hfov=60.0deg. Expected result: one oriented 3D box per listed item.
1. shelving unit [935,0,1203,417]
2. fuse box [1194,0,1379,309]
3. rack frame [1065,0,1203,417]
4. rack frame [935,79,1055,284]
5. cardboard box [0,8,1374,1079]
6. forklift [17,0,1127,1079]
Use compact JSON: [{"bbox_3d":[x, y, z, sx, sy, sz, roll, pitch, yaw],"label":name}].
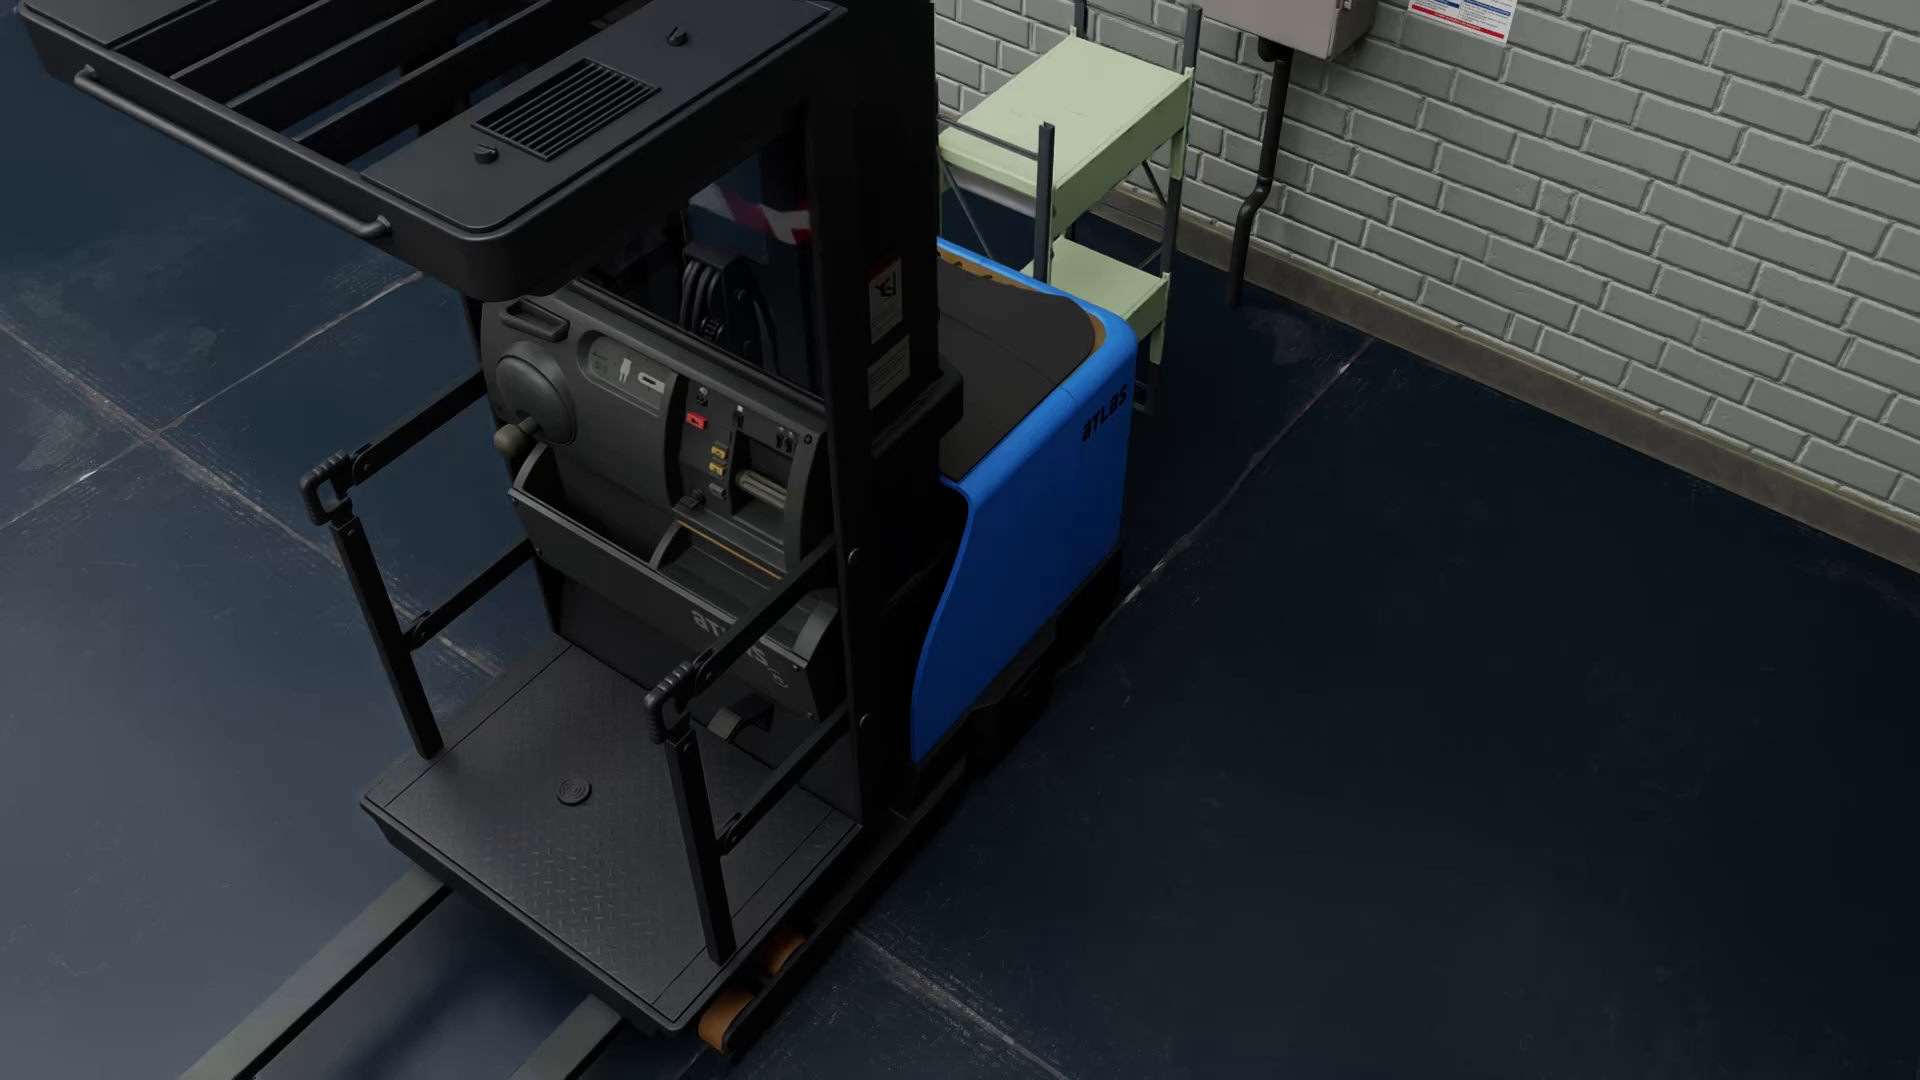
[{"bbox_3d":[0.285,-0.813,4.990,0.400,1.500,0.755,28,52,24],"label":"shelving unit"},{"bbox_3d":[0.998,-1.426,5.429,0.539,1.711,0.414,29,53,25],"label":"fuse box"},{"bbox_3d":[0.500,-1.027,5.194,0.400,1.500,0.023,28,52,24],"label":"rack frame"},{"bbox_3d":[0.070,-0.599,4.785,0.400,1.500,0.023,28,52,24],"label":"rack frame"},{"bbox_3d":[-4.927,1.261,2.974,6.103,1.550,13.522,28,53,24],"label":"cardboard box"},{"bbox_3d":[-0.827,-0.118,3.397,1.107,2.843,2.937,28,52,24],"label":"forklift"}]
